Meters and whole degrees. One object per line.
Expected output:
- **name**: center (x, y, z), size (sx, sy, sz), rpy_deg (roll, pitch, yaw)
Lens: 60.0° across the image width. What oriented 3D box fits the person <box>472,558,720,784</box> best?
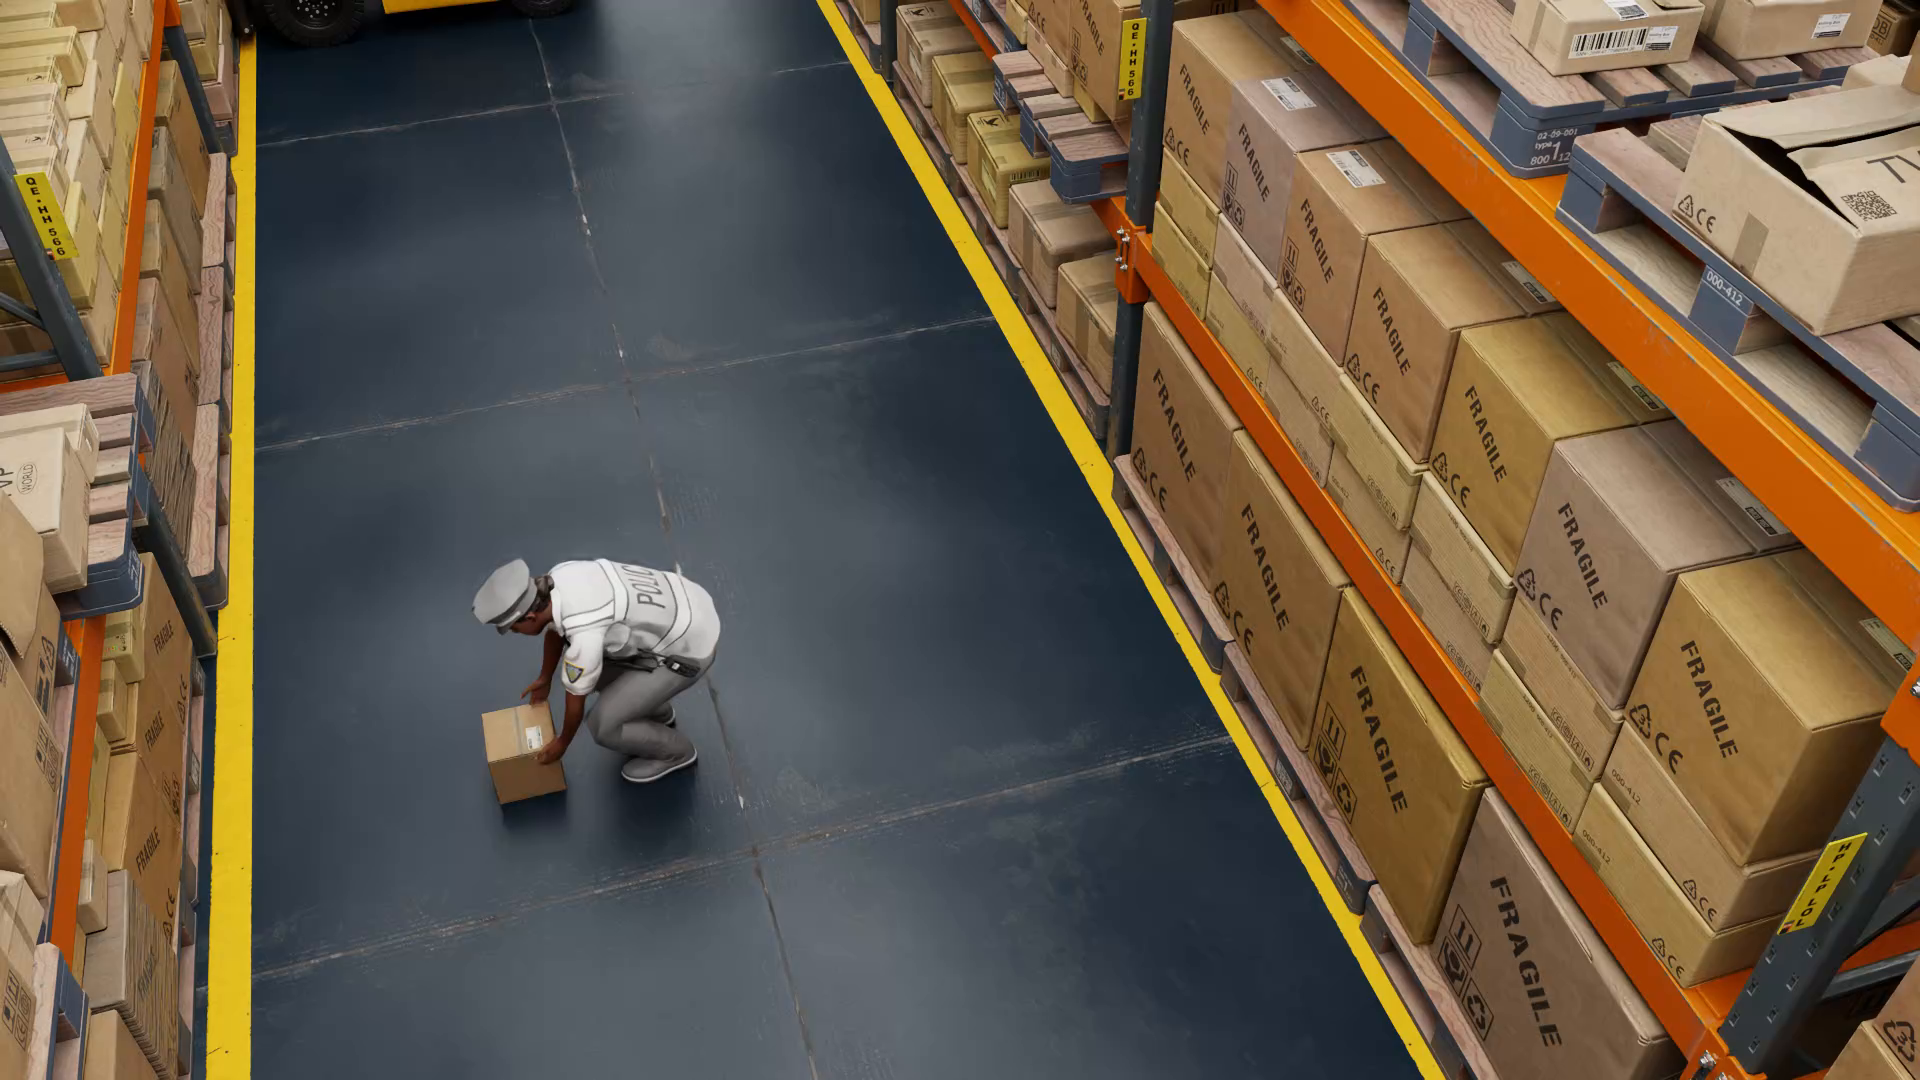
- **person**: center (-1.287, 0.448, 6.106), size (0.835, 1.083, 0.489), rpy_deg (-12, 44, -13)
